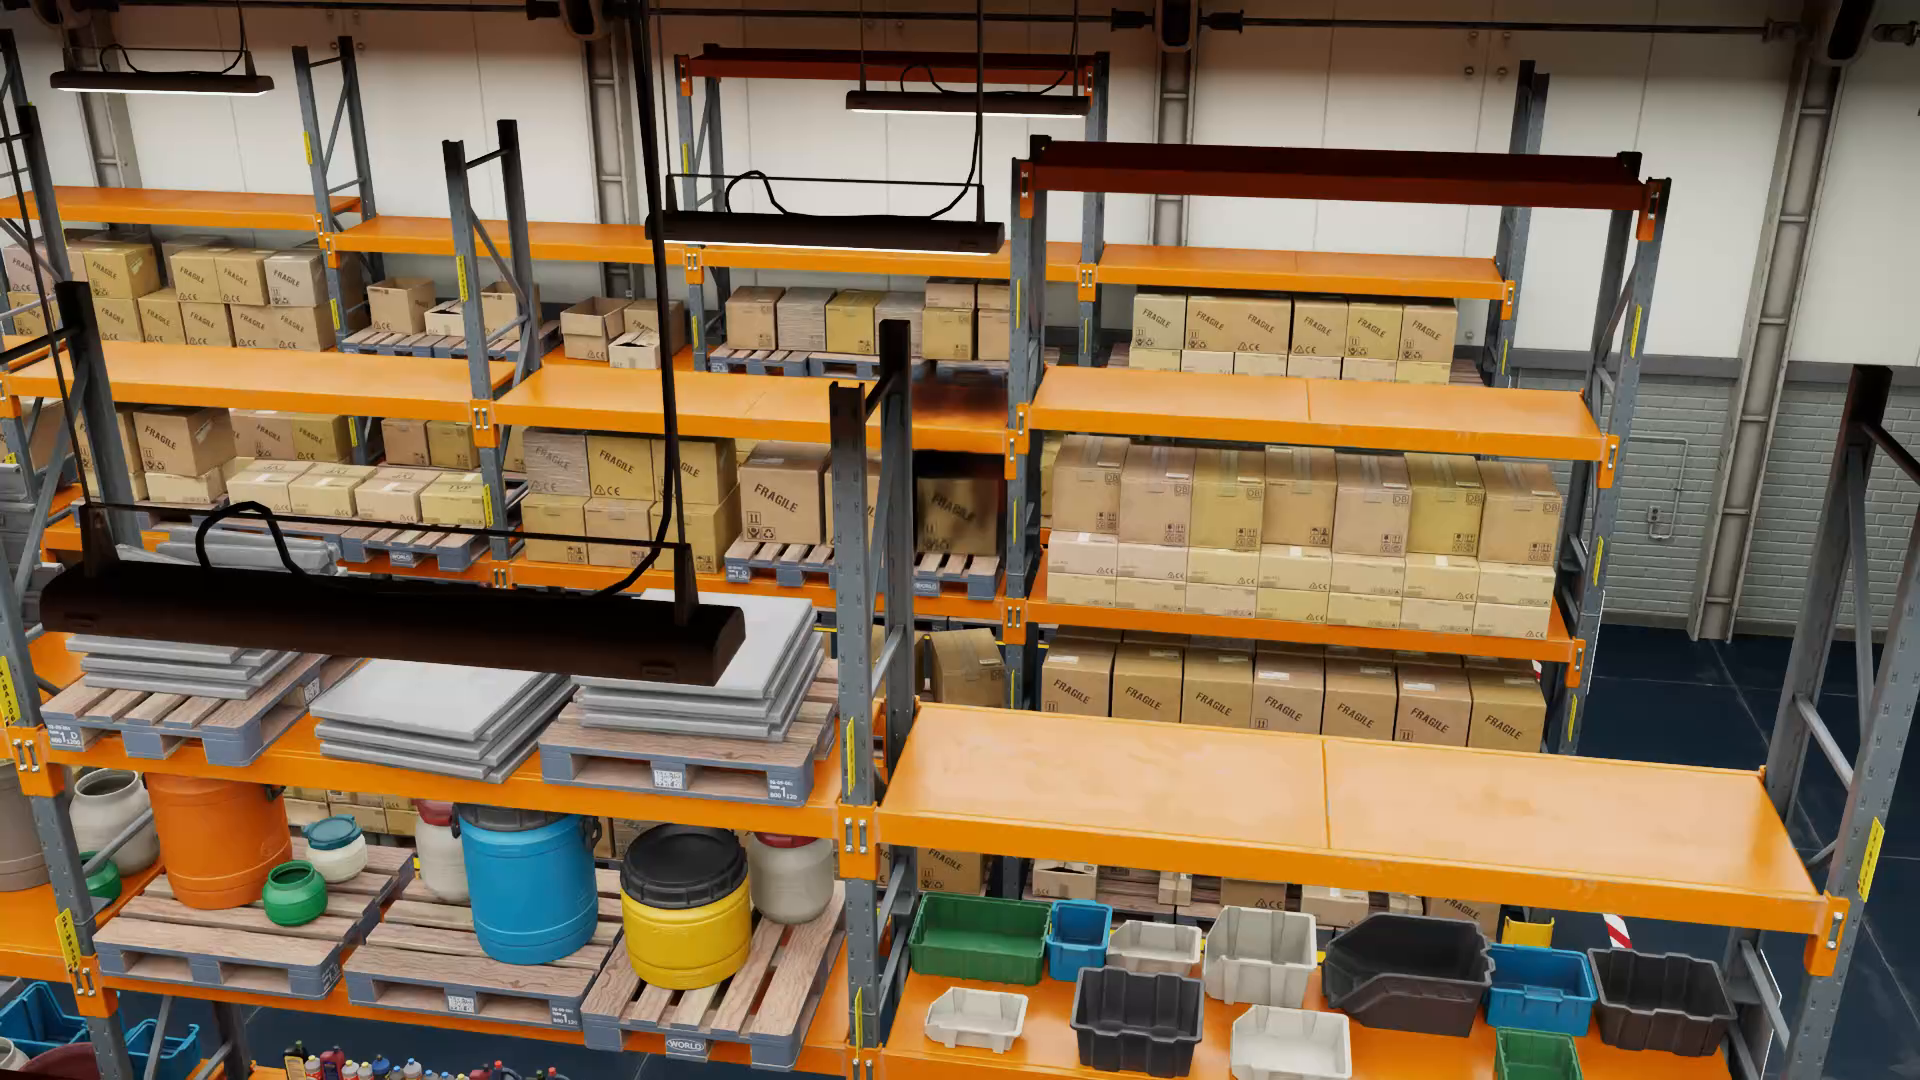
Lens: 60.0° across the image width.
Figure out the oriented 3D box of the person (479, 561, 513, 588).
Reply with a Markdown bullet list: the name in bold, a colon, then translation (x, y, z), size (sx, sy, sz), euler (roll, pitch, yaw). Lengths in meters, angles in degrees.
- **person**: translation (-4.765, 0.512, 17.155), size (0.444, 1.642, 0.581), euler (-19, 30, -38)
